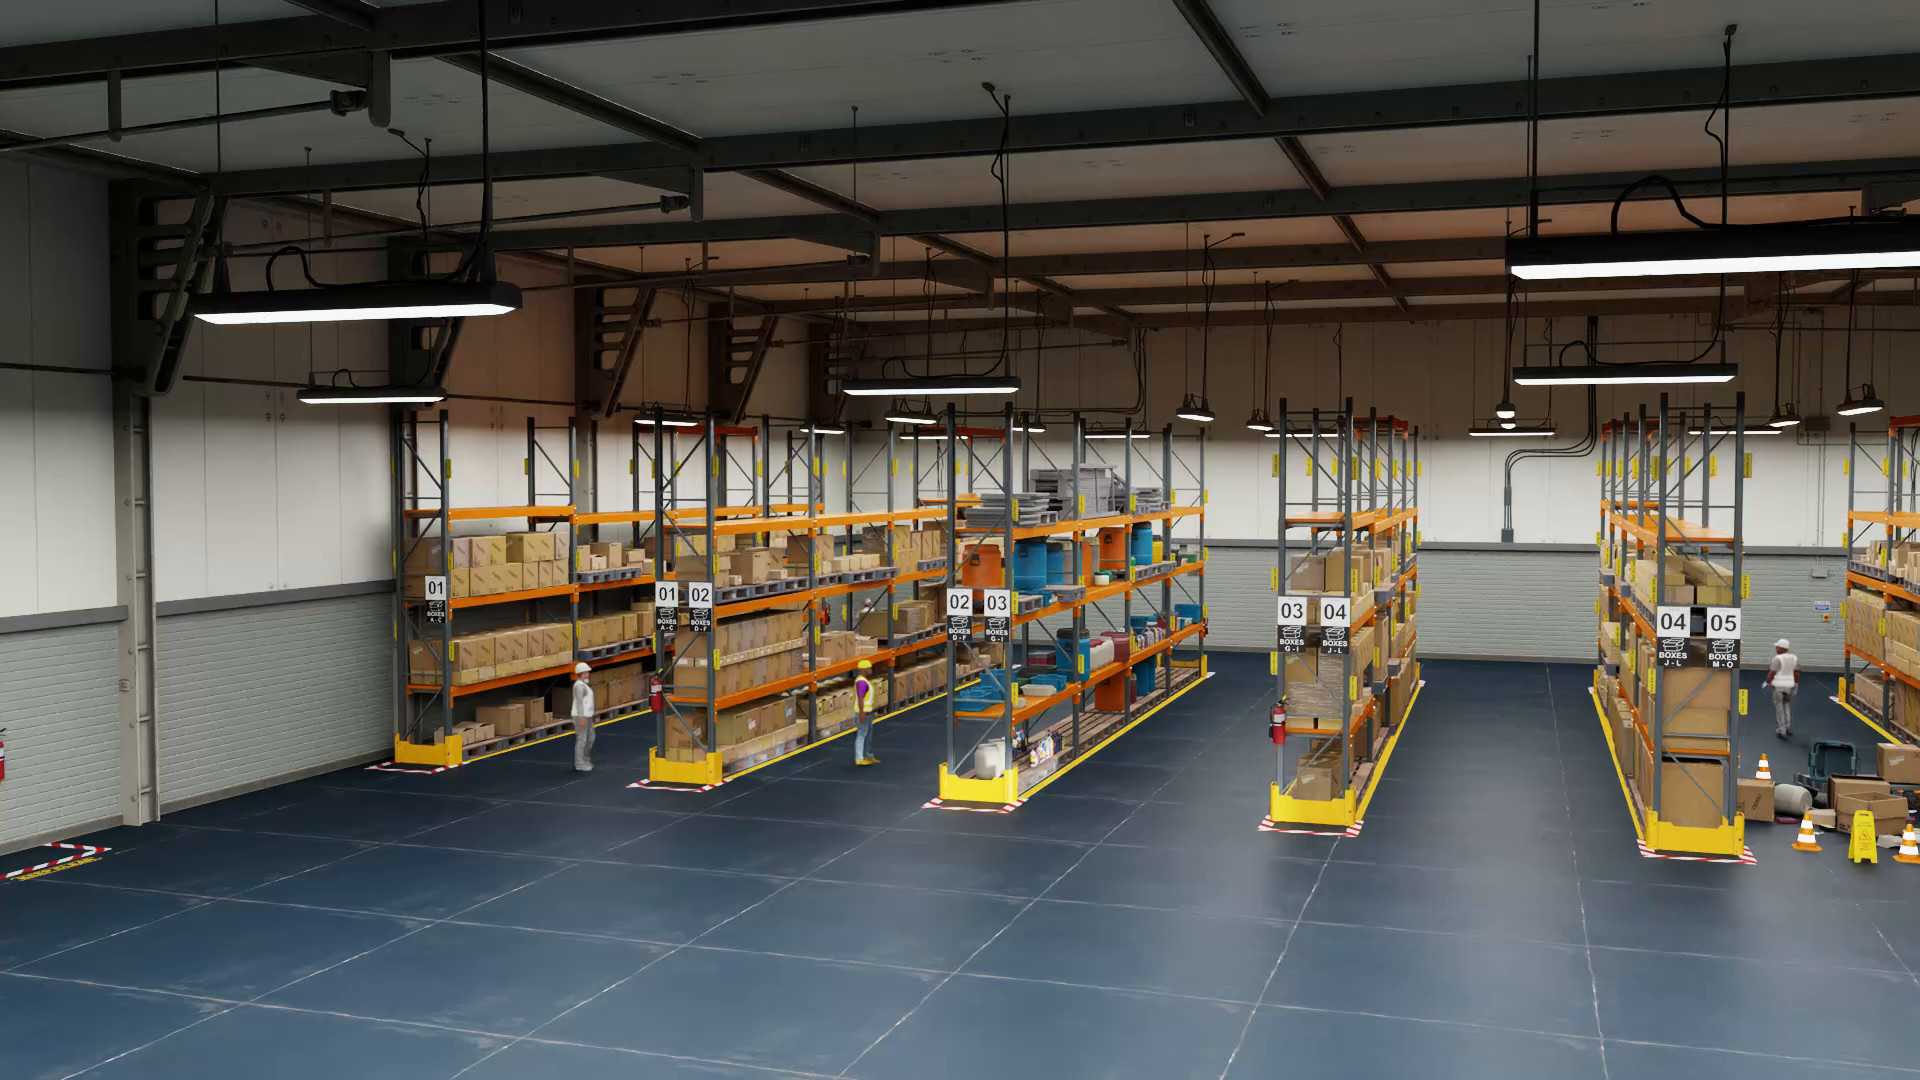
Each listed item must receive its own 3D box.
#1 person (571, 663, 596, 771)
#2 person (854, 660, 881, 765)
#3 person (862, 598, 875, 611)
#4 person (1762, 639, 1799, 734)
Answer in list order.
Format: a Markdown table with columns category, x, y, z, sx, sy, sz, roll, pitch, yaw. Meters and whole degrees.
| category | x | y | z | sx | sy | sz | roll | pitch | yaw |
| --- | --- | --- | --- | --- | --- | --- | --- | --- | --- |
| person | -6.276 | 2.952 | 27.663 | 0.365 | 1.817 | 0.622 | 0 | 2 | -4 |
| person | -1.578 | 2.929 | 28.151 | 0.446 | 1.795 | 0.644 | 0 | 2 | 4 |
| person | -2.334 | 2.334 | 43.602 | 0.546 | 1.631 | 0.639 | 2 | 3 | 41 |
| person | 15.441 | 2.769 | 31.253 | 0.628 | 1.824 | 0.596 | 0 | 2 | 7 |
